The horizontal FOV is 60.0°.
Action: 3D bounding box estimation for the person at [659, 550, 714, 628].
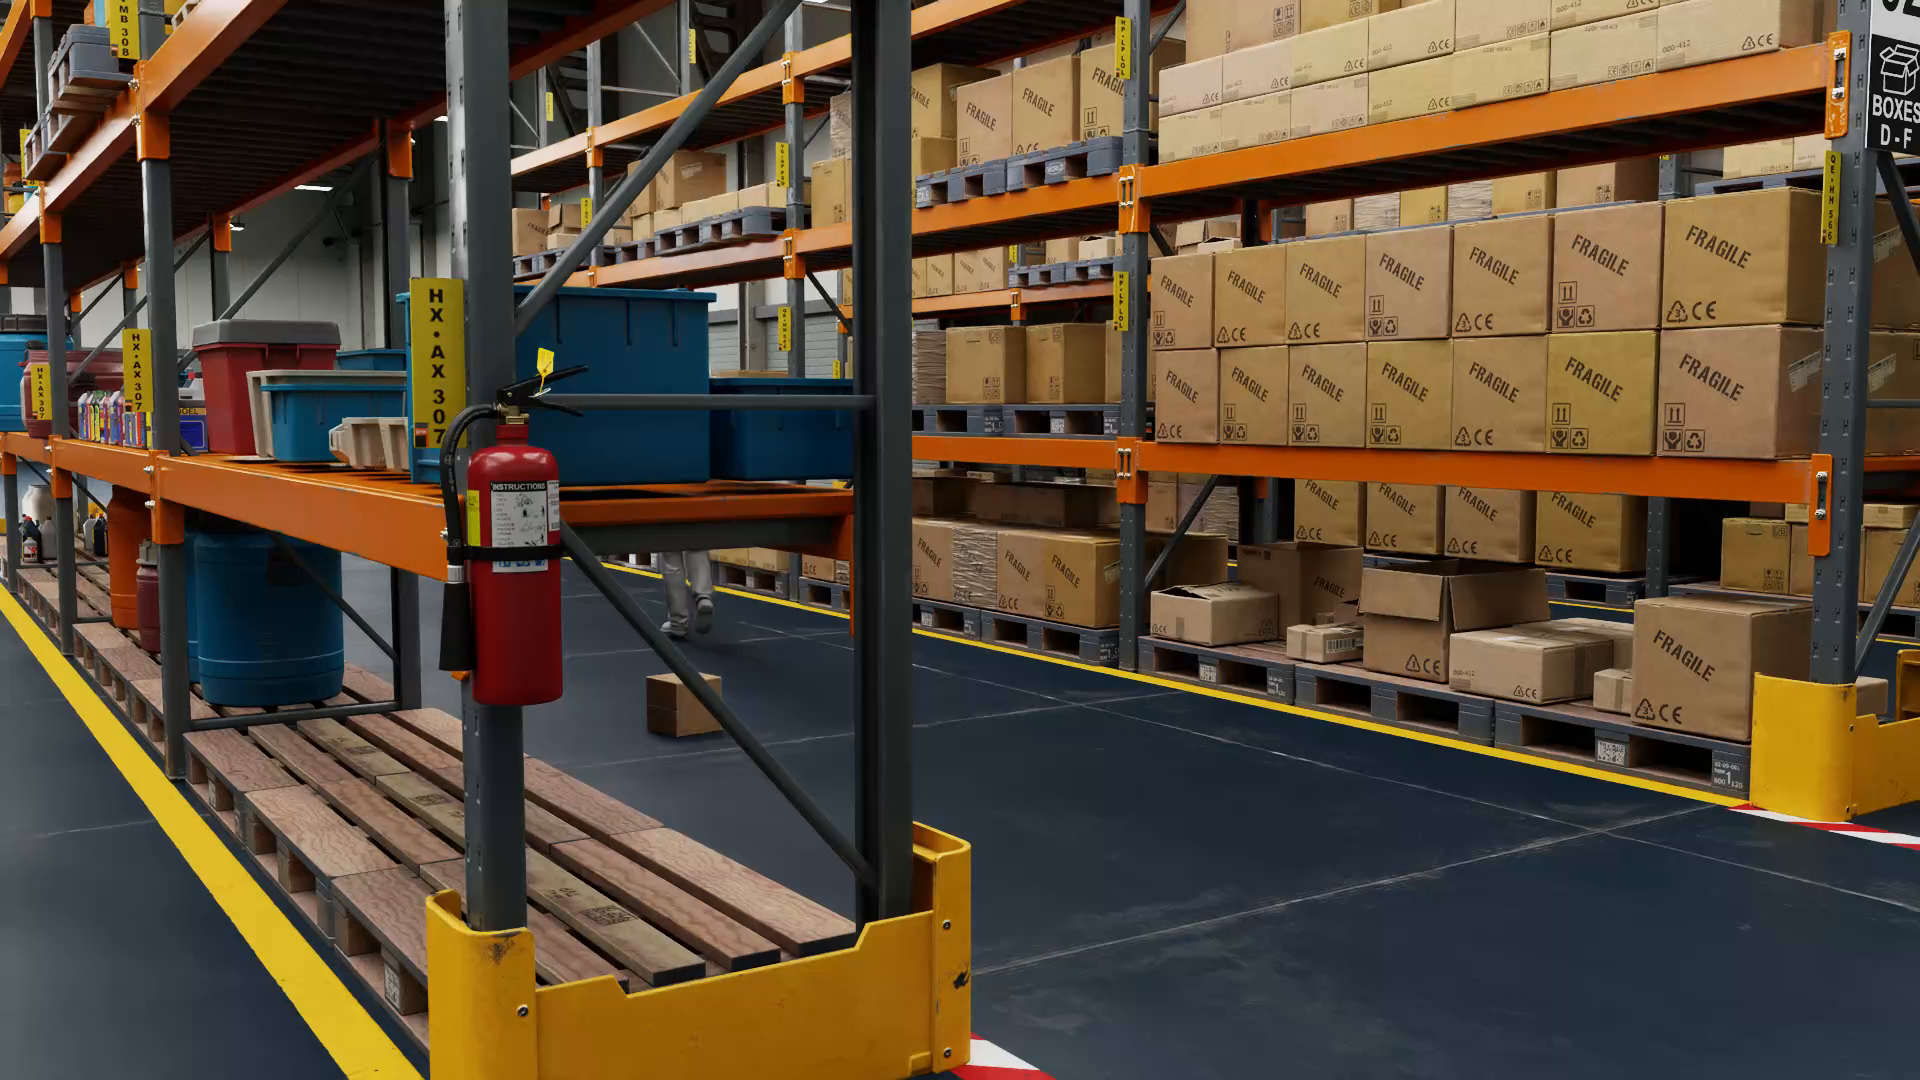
[{"bbox_3d":[-1.810,-0.185,10.743,0.453,1.472,0.456,-2,5,-25],"label":"person"}]
